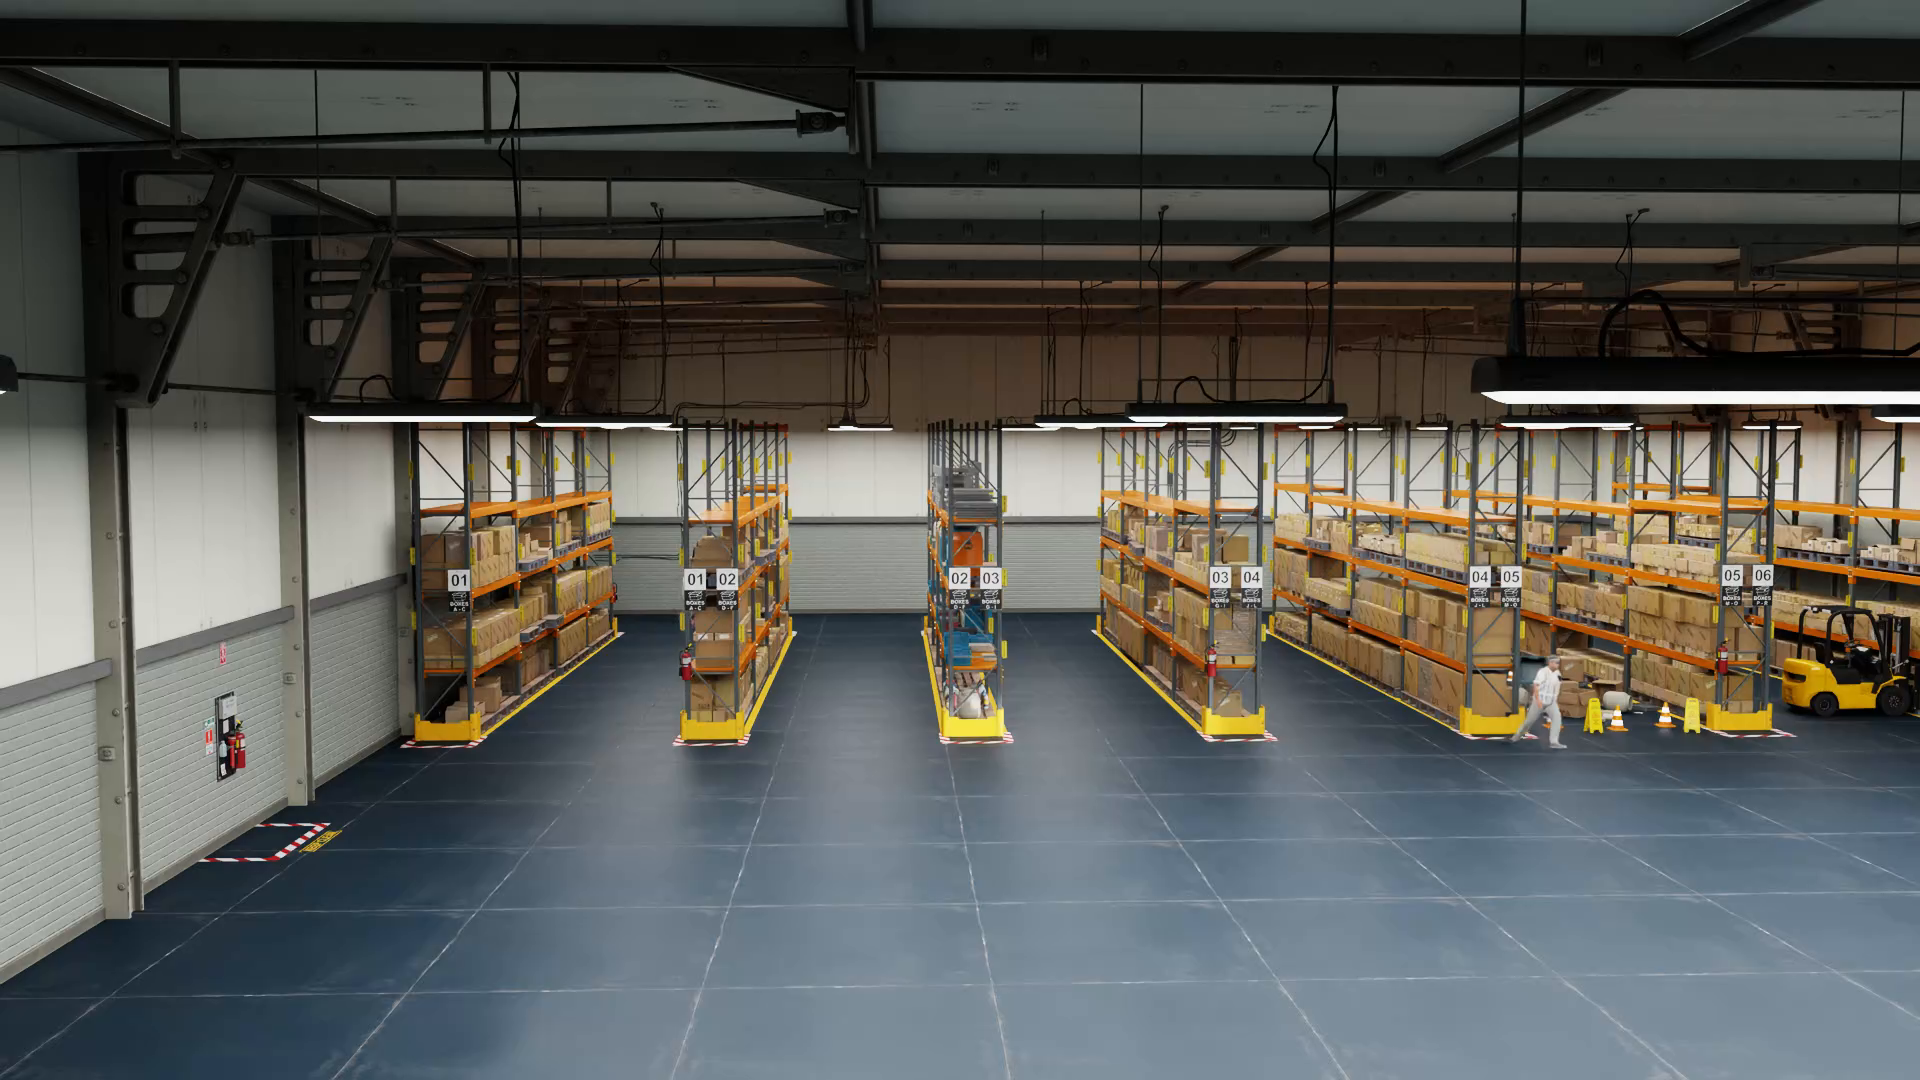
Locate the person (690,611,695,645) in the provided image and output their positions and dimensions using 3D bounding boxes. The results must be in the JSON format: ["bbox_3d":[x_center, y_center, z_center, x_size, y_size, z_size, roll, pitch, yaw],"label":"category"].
[{"bbox_3d":[-6.676,2.246,42.439,0.539,1.543,0.612,0,4,-7],"label":"person"}]

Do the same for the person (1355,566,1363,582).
[{"bbox_3d":[11.994,1.677,50.233,0.908,1.624,0.659,-2,4,-24],"label":"person"}]

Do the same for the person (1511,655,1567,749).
[{"bbox_3d":[10.600,2.917,30.317,0.673,1.695,1.007,-2,4,-25],"label":"person"}]
